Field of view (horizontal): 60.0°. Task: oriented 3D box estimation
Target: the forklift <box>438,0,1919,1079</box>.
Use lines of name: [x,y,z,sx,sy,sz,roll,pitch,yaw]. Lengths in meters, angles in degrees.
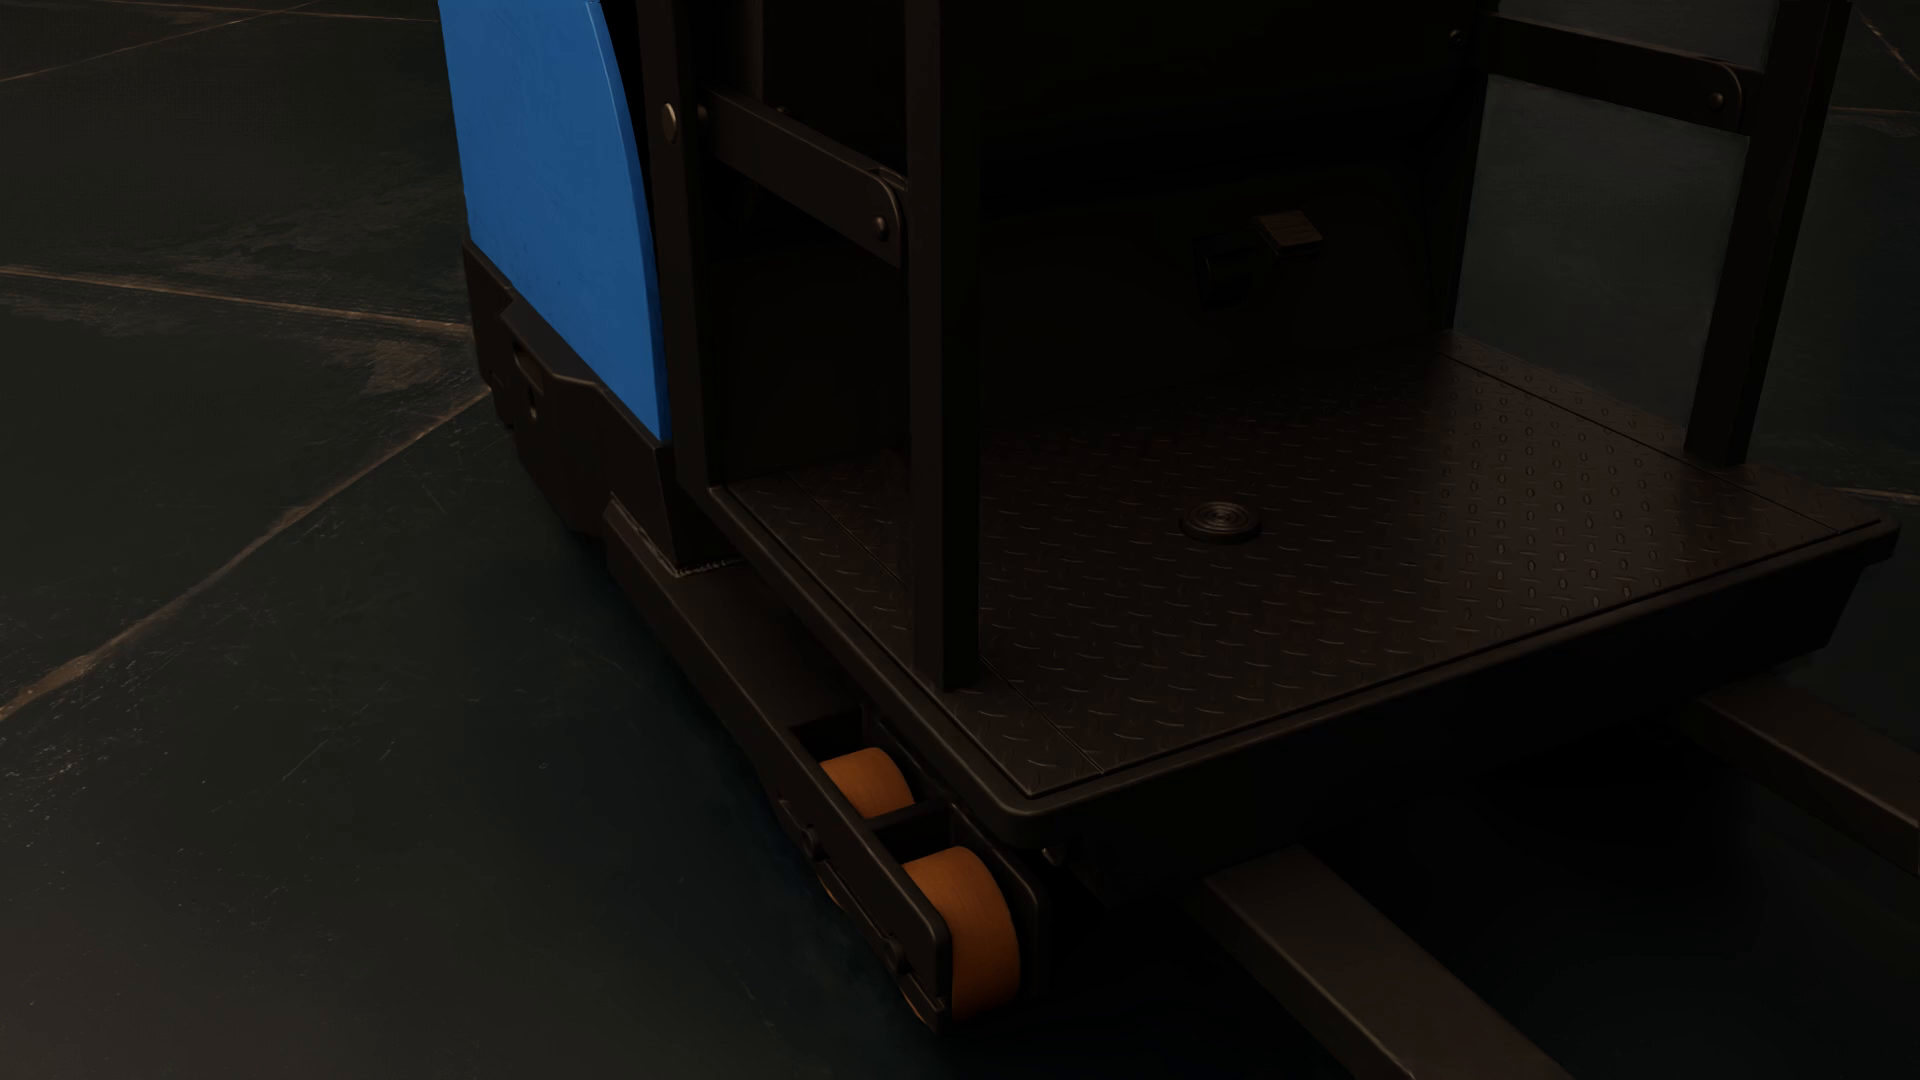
forklift: [0.295,-1.077,1.387,1.130,2.935,3.031,-14,30,-25]
